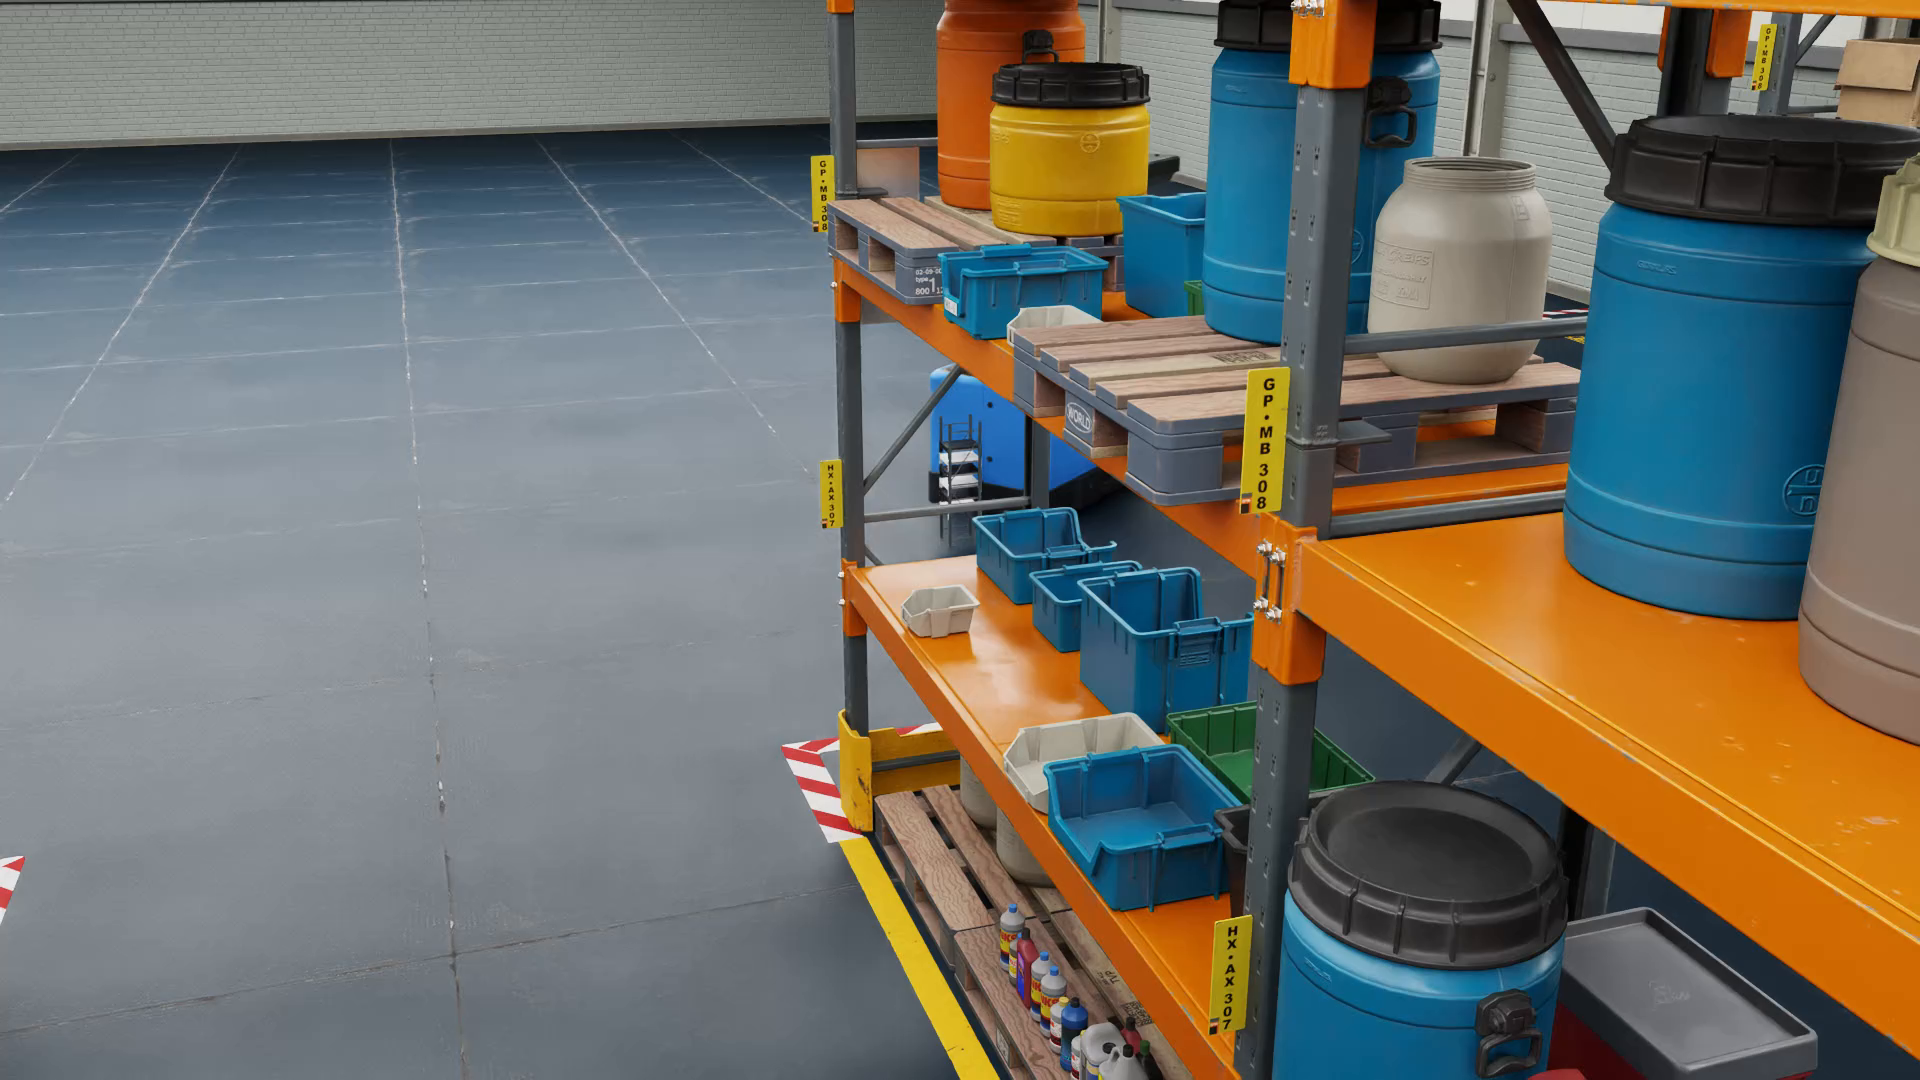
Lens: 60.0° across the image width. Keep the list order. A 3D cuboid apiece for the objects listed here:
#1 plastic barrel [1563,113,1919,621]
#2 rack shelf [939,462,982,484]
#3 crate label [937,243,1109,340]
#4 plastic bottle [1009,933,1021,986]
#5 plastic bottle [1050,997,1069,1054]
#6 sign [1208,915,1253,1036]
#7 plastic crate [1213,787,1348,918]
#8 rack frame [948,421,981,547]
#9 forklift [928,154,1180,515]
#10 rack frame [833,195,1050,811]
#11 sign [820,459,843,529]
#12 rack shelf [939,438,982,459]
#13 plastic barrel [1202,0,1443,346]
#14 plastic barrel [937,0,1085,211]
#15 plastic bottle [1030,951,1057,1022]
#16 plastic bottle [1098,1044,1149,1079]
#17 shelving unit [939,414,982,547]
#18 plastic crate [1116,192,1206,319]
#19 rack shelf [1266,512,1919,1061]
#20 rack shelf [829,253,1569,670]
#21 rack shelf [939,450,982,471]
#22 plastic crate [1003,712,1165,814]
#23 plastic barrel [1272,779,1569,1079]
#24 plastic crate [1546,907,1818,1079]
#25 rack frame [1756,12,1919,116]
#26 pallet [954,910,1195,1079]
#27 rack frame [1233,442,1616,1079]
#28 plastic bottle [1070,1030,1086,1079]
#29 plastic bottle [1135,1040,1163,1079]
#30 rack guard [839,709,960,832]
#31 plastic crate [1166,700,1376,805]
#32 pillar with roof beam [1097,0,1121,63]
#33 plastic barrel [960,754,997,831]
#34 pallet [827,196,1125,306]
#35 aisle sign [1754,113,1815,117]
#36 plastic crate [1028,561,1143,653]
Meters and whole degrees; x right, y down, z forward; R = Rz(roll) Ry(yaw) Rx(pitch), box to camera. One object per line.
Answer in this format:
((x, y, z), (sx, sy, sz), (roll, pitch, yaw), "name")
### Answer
((1.556, -0.361, 3.305), (0.600, 0.901, 0.708), (-6, 21, -17), "plastic barrel")
((0.003, -0.474, 11.738), (0.258, 0.077, 0.200), (-6, 21, -17), "rack shelf")
((0.207, -0.843, 5.609), (0.502, 0.251, 0.408), (-6, 21, -17), "crate label")
((0.239, 1.621, 6.455), (0.097, 0.201, 0.097), (0, 20, 0), "plastic bottle")
((0.377, 1.762, 6.063), (0.097, 0.201, 0.097), (0, 20, 0), "plastic bottle")
((0.664, 1.071, 4.087), (0.100, 0.325, 0.005), (-6, 21, -17), "sign")
((1.146, 0.994, 4.803), (0.767, 0.338, 0.504), (-6, 21, -17), "plastic crate")
((0.035, -0.388, 11.666), (0.240, 0.900, 0.006), (-6, 21, -17), "rack frame")
((0.990, -1.933, 12.963), (1.130, 2.935, 3.031), (12, 23, 31), "forklift")
((-0.067, -0.137, 7.861), (1.000, 3.000, 0.127), (-6, 21, -17), "rack frame")
((-0.591, -0.210, 7.655), (0.100, 0.325, 0.005), (-6, 21, -17), "sign")
((0.003, -0.644, 11.677), (0.258, 0.077, 0.200), (-6, 21, -17), "rack shelf")
((0.979, -1.029, 4.545), (0.600, 0.901, 0.708), (-6, 21, -17), "plastic barrel")
((0.206, -1.806, 6.813), (0.600, 0.830, 0.708), (-6, 21, -17), "plastic barrel")
((0.314, 1.665, 6.229), (0.097, 0.271, 0.097), (0, 20, 0), "plastic bottle")
((0.552, 1.845, 5.610), (0.144, 0.351, 0.185), (-7, 21, -18), "plastic bottle")
((0.003, -0.421, 11.757), (0.258, 0.900, 0.210), (-6, 21, -17), "shelving unit")
((0.818, -0.961, 5.742), (0.392, 0.384, 0.575), (-6, 21, -17), "plastic crate")
((1.819, 0.715, 2.115), (1.077, 0.370, 4.000), (-6, 21, -17), "rack shelf")
((0.561, -0.568, 5.688), (1.077, 0.370, 4.000), (-6, 21, -17), "rack shelf")
((0.003, -0.559, 11.708), (0.258, 0.077, 0.200), (-6, 21, -17), "rack shelf")
((0.439, 0.777, 5.707), (0.530, 0.136, 0.437), (-6, 21, -17), "plastic crate")
((1.024, 1.067, 3.767), (0.600, 0.901, 0.708), (-6, 21, -17), "plastic barrel")
((1.633, 1.239, 3.934), (0.402, 0.464, 0.583), (-6, 21, -17), "plastic crate")
((4.636, -3.486, 8.308), (1.000, 3.000, 0.127), (-6, 21, -17), "rack frame")
((0.631, 1.847, 6.463), (1.003, 0.211, 1.213), (-6, 21, -17), "pallet")
((1.190, 1.147, 4.287), (1.000, 3.000, 0.127), (-6, 21, -17), "rack frame")
((0.442, 1.828, 5.880), (0.097, 0.201, 0.097), (0, 20, 0), "plastic bottle")
((0.641, 1.857, 5.675), (0.061, 0.283, 0.133), (-6, 21, -17), "plastic bottle")
((0.001, 1.059, 8.229), (1.175, 0.500, 0.348), (-6, 21, -17), "rack guard")
((1.031, 0.781, 5.619), (0.450, 0.188, 0.662), (-6, 21, -17), "plastic crate")
((-1.251, -11.125, 29.577), (9.100, 9.000, 0.400), (-6, 21, -17), "pillar with roof beam")
((0.212, 1.039, 7.645), (0.421, 0.512, 0.421), (0, 20, 0), "plastic barrel")
((0.100, -1.184, 6.617), (1.003, 0.211, 1.213), (-6, 21, -17), "pallet")
((4.325, -1.874, 8.851), (0.394, 0.787, 0.004), (-6, 21, -17), "aisle sign")
((0.573, 0.271, 6.945), (0.499, 0.251, 0.408), (-6, 21, -17), "plastic crate")
